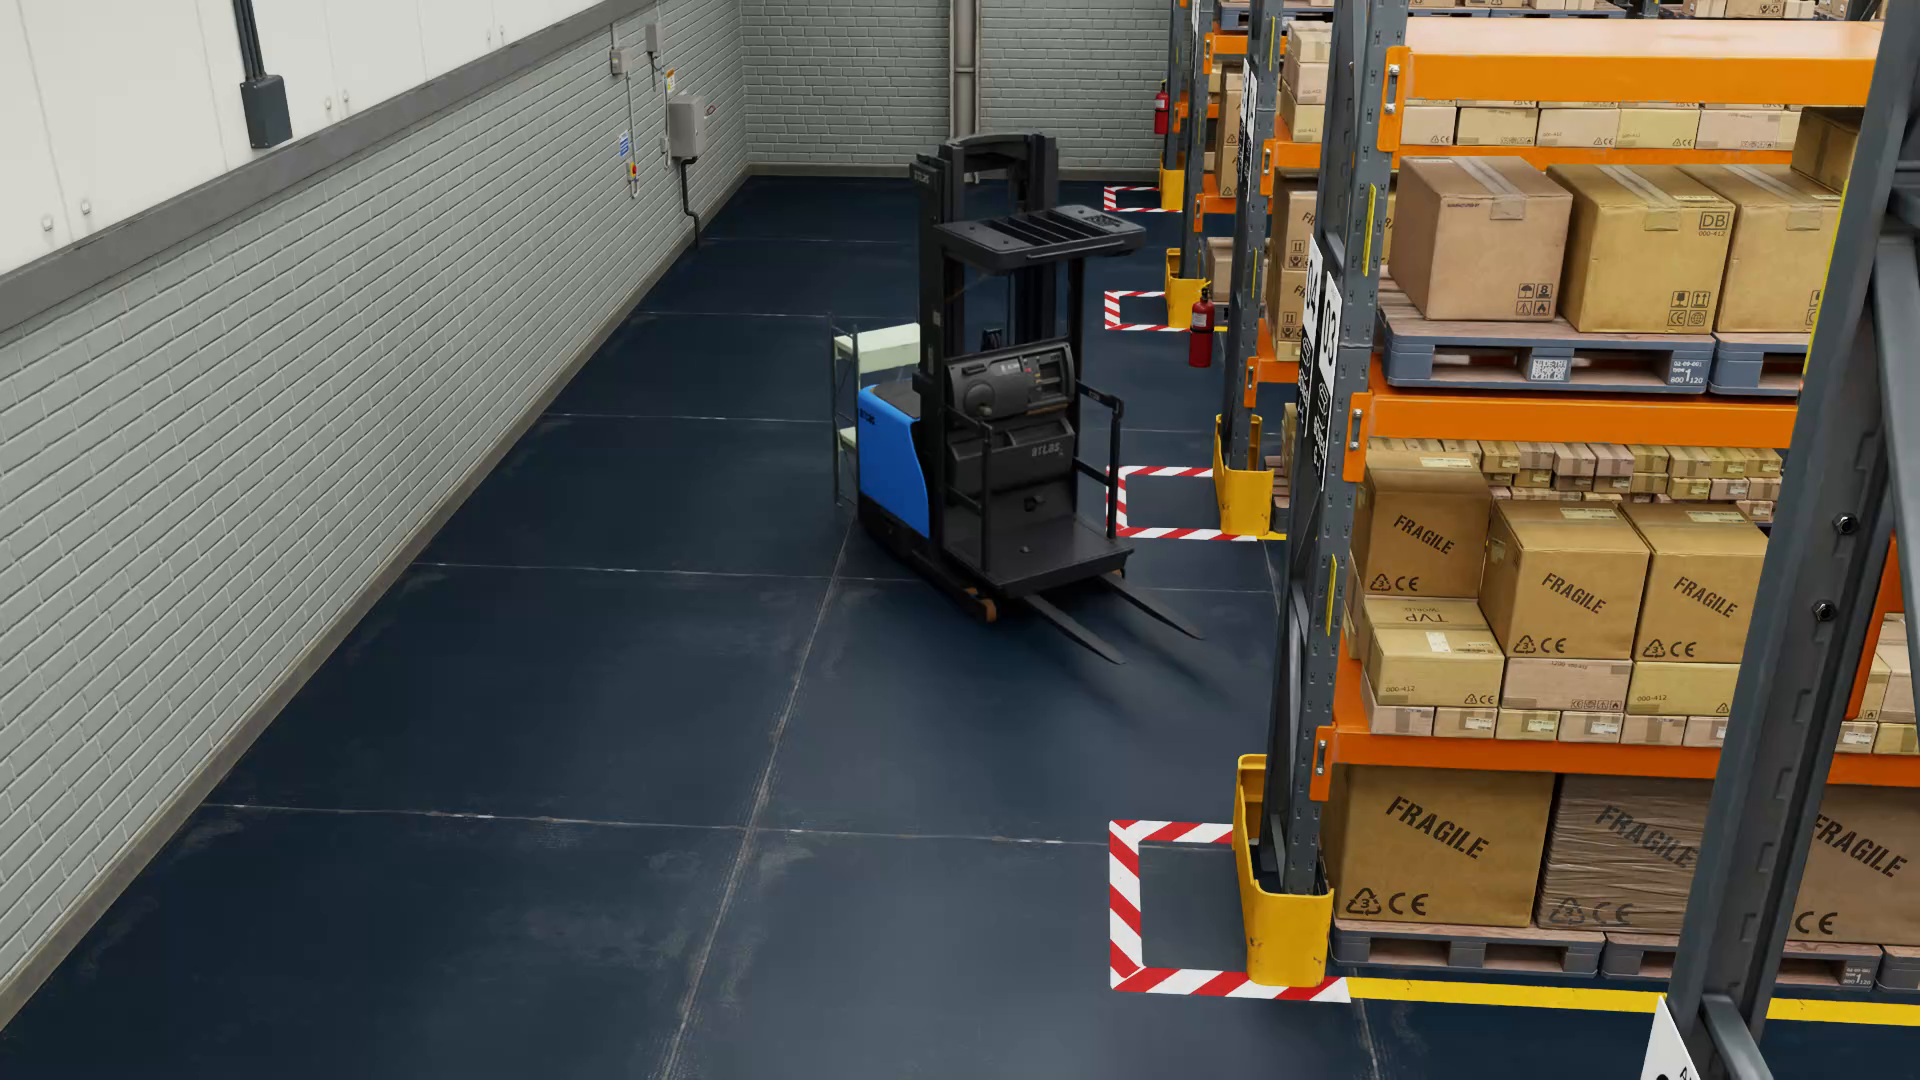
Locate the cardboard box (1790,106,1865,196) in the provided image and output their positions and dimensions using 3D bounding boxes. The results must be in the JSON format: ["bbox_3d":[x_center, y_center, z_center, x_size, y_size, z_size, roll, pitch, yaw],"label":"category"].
[{"bbox_3d":[3.568,-1.493,6.391,0.500,0.250,0.500,1,25,2],"label":"cardboard box"}]

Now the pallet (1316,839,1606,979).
[{"bbox_3d":[2.357,1.683,8.052,1.213,0.211,1.003,2,25,4],"label":"pallet"}]

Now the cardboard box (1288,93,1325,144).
[{"bbox_3d":[2.463,-2.815,11.081,0.500,0.250,0.500,3,25,6],"label":"cardboard box"}]

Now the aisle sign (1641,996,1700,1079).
[{"bbox_3d":[1.126,1.182,2.694,0.004,0.787,0.394,2,25,4],"label":"aisle sign"}]

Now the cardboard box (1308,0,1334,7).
[{"bbox_3d":[3.380,-5.061,15.463,0.250,0.149,0.380,3,25,6],"label":"cardboard box"}]

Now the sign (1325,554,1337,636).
[{"bbox_3d":[1.506,0.225,6.754,0.005,0.325,0.100,2,25,4],"label":"sign"}]

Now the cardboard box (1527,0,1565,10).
[{"bbox_3d":[5.376,-4.960,15.242,0.250,0.149,0.380,2,25,5],"label":"cardboard box"}]

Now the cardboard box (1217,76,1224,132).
[{"bbox_3d":[2.812,-4.291,16.382,0.500,0.500,0.500,3,25,6],"label":"cardboard box"}]

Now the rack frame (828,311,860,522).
[{"bbox_3d":[-0.832,-0.889,12.098,0.023,1.500,0.400,-14,28,-28],"label":"rack frame"}]

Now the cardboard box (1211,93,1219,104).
[{"bbox_3d":[3.253,-5.548,20.732,0.250,0.149,0.380,2,25,5],"label":"cardboard box"}]

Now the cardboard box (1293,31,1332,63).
[{"bbox_3d":[2.340,-3.238,10.927,0.250,0.149,0.380,2,25,4],"label":"cardboard box"}]

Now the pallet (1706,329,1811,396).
[{"bbox_3d":[3.514,-0.842,6.721,1.213,0.211,1.003,2,25,4],"label":"pallet"}]

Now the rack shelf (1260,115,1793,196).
[{"bbox_3d":[4.029,-2.613,11.324,4.000,0.370,1.077,2,25,4],"label":"rack shelf"}]

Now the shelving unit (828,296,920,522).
[{"bbox_3d":[-0.520,-0.969,12.272,0.755,1.500,0.431,-14,28,-28],"label":"shelving unit"}]

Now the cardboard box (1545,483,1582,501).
[{"bbox_3d":[4.319,-0.349,12.039,0.250,0.149,0.380,2,25,5],"label":"cardboard box"}]

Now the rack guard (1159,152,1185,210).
[{"bbox_3d":[2.765,-4.638,21.443,0.348,0.500,1.175,2,25,4],"label":"rack guard"}]

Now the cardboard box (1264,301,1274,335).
[{"bbox_3d":[2.381,-1.634,12.225,0.250,0.149,0.380,2,25,4],"label":"cardboard box"}]

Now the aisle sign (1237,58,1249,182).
[{"bbox_3d":[1.985,-2.949,11.673,0.004,0.787,0.394,2,25,4],"label":"aisle sign"}]

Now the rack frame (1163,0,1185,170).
[{"bbox_3d":[2.689,-5.776,20.926,0.127,3.000,1.000,2,25,4],"label":"rack frame"}]

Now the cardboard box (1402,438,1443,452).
[{"bbox_3d":[3.310,-0.655,11.993,0.250,0.149,0.380,1,25,1],"label":"cardboard box"}]

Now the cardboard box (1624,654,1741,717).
[{"bbox_3d":[3.032,0.515,7.077,0.500,0.250,0.500,1,25,2],"label":"cardboard box"}]

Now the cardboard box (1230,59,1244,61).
[{"bbox_3d":[3.682,-5.922,21.067,0.500,0.250,0.500,2,25,4],"label":"cardboard box"}]

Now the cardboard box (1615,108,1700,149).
[{"bbox_3d":[4.510,-2.748,10.935,0.500,0.250,0.500,2,25,3],"label":"cardboard box"}]

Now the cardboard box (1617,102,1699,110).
[{"bbox_3d":[4.505,-2.980,10.842,0.500,0.250,0.500,3,25,6],"label":"cardboard box"}]

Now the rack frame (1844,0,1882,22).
[{"bbox_3d":[6.023,-4.238,10.407,0.127,3.000,1.000,2,25,4],"label":"rack frame"}]

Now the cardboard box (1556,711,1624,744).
[{"bbox_3d":[2.654,0.710,7.132,0.250,0.149,0.380,1,25,3],"label":"cardboard box"}]

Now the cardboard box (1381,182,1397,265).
[{"bbox_3d":[2.966,-2.137,11.346,0.500,0.500,0.500,3,25,6],"label":"cardboard box"}]

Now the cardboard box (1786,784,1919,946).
[{"bbox_3d":[3.993,1.242,7.713,0.875,0.875,0.875,2,25,4],"label":"cardboard box"}]

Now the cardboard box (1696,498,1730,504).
[{"bbox_3d":[5.353,-0.322,11.982,0.250,0.149,0.380,3,25,5],"label":"cardboard box"}]

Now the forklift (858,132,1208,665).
[{"bbox_3d":[0.451,-1.007,10.644,1.130,2.935,3.031,-14,28,-28],"label":"forklift"}]

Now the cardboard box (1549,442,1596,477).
[{"bbox_3d":[4.342,-0.593,11.858,0.250,0.149,0.380,1,25,2],"label":"cardboard box"}]

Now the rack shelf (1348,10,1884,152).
[{"bbox_3d":[3.548,-1.730,6.295,4.000,0.370,1.077,2,25,4],"label":"rack shelf"}]

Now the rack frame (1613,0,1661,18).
[{"bbox_3d":[6.301,-6.305,14.898,0.127,3.000,1.000,2,25,4],"label":"rack frame"}]

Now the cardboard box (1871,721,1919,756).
[{"bbox_3d":[3.932,0.751,7.042,0.250,0.149,0.380,1,25,3],"label":"cardboard box"}]

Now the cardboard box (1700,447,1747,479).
[{"bbox_3d":[5.390,-0.574,11.816,0.250,0.149,0.380,2,25,5],"label":"cardboard box"}]

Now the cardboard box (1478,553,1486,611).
[{"bbox_3d":[2.563,0.277,7.594,0.500,0.250,0.500,1,25,3],"label":"cardboard box"}]

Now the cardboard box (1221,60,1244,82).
[{"bbox_3d":[2.686,-4.574,16.221,0.250,0.149,0.380,2,25,5],"label":"cardboard box"}]

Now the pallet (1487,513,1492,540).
[{"bbox_3d":[4.131,-0.291,12.341,1.213,0.211,1.003,2,25,4],"label":"pallet"}]

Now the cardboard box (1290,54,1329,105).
[{"bbox_3d":[2.462,-3.040,10.973,0.500,0.250,0.500,2,25,5],"label":"cardboard box"}]

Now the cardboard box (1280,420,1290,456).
[{"bbox_3d":[2.583,-0.774,12.607,0.250,0.149,0.380,1,25,3],"label":"cardboard box"}]

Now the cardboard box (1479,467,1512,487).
[{"bbox_3d":[3.850,-0.531,12.079,0.250,0.149,0.380,3,25,7],"label":"cardboard box"}]

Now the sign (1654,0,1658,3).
[{"bbox_3d":[6.260,-4.982,14.897,0.005,0.325,0.100,2,25,4],"label":"sign"}]

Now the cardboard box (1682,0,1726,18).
[{"bbox_3d":[6.773,-4.910,15.113,0.258,0.266,0.396,2,25,4],"label":"cardboard box"}]

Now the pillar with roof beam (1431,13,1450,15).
[{"bbox_3d":[5.723,-6.977,16.359,0.400,9.000,9.100,2,25,4],"label":"pillar with roof beam"}]

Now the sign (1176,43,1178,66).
[{"bbox_3d":[2.648,-5.943,20.254,0.005,0.325,0.100,2,25,4],"label":"sign"}]

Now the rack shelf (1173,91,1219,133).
[{"bbox_3d":[4.683,-5.385,20.938,4.000,0.370,1.077,2,25,4],"label":"rack shelf"}]

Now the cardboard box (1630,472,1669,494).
[{"bbox_3d":[4.903,-0.475,11.958,0.250,0.149,0.380,2,25,4],"label":"cardboard box"}]

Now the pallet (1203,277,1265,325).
[{"bbox_3d":[3.116,-2.448,17.028,1.213,0.211,1.003,2,25,4],"label":"pallet"}]

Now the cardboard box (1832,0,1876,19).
[{"bbox_3d":[8.096,-4.867,15.021,0.258,0.266,0.396,4,25,8],"label":"cardboard box"}]

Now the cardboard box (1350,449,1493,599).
[{"bbox_3d":[2.060,-0.079,7.470,0.500,0.500,0.500,2,25,5],"label":"cardboard box"}]

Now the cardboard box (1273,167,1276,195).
[{"bbox_3d":[3.276,-3.613,16.106,0.500,0.500,0.500,1,25,3],"label":"cardboard box"}]
